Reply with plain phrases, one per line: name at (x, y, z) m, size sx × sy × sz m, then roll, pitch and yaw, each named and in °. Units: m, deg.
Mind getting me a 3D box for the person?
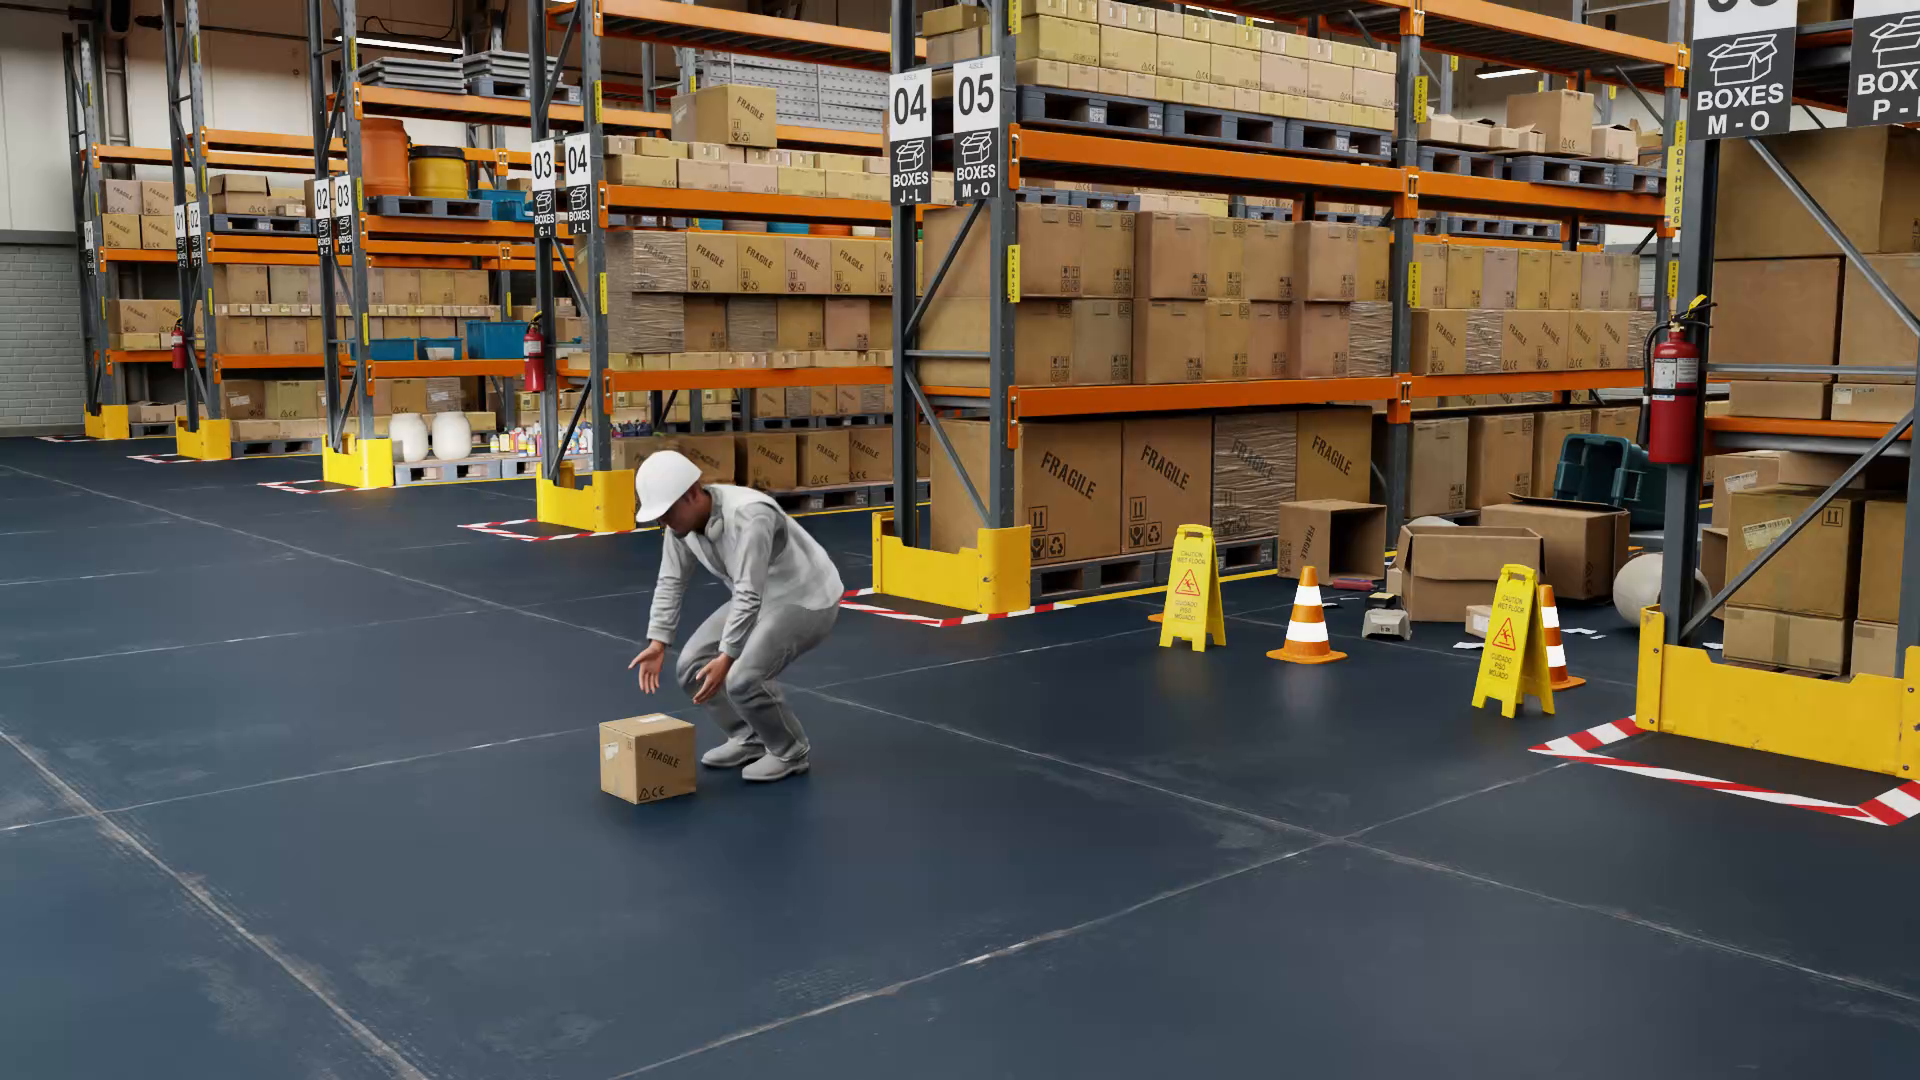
person at (-0.816, 0.271, 6.172) m, size 0.842 × 1.240 × 0.578 m, roll -6°, pitch 10°, yaw -41°
